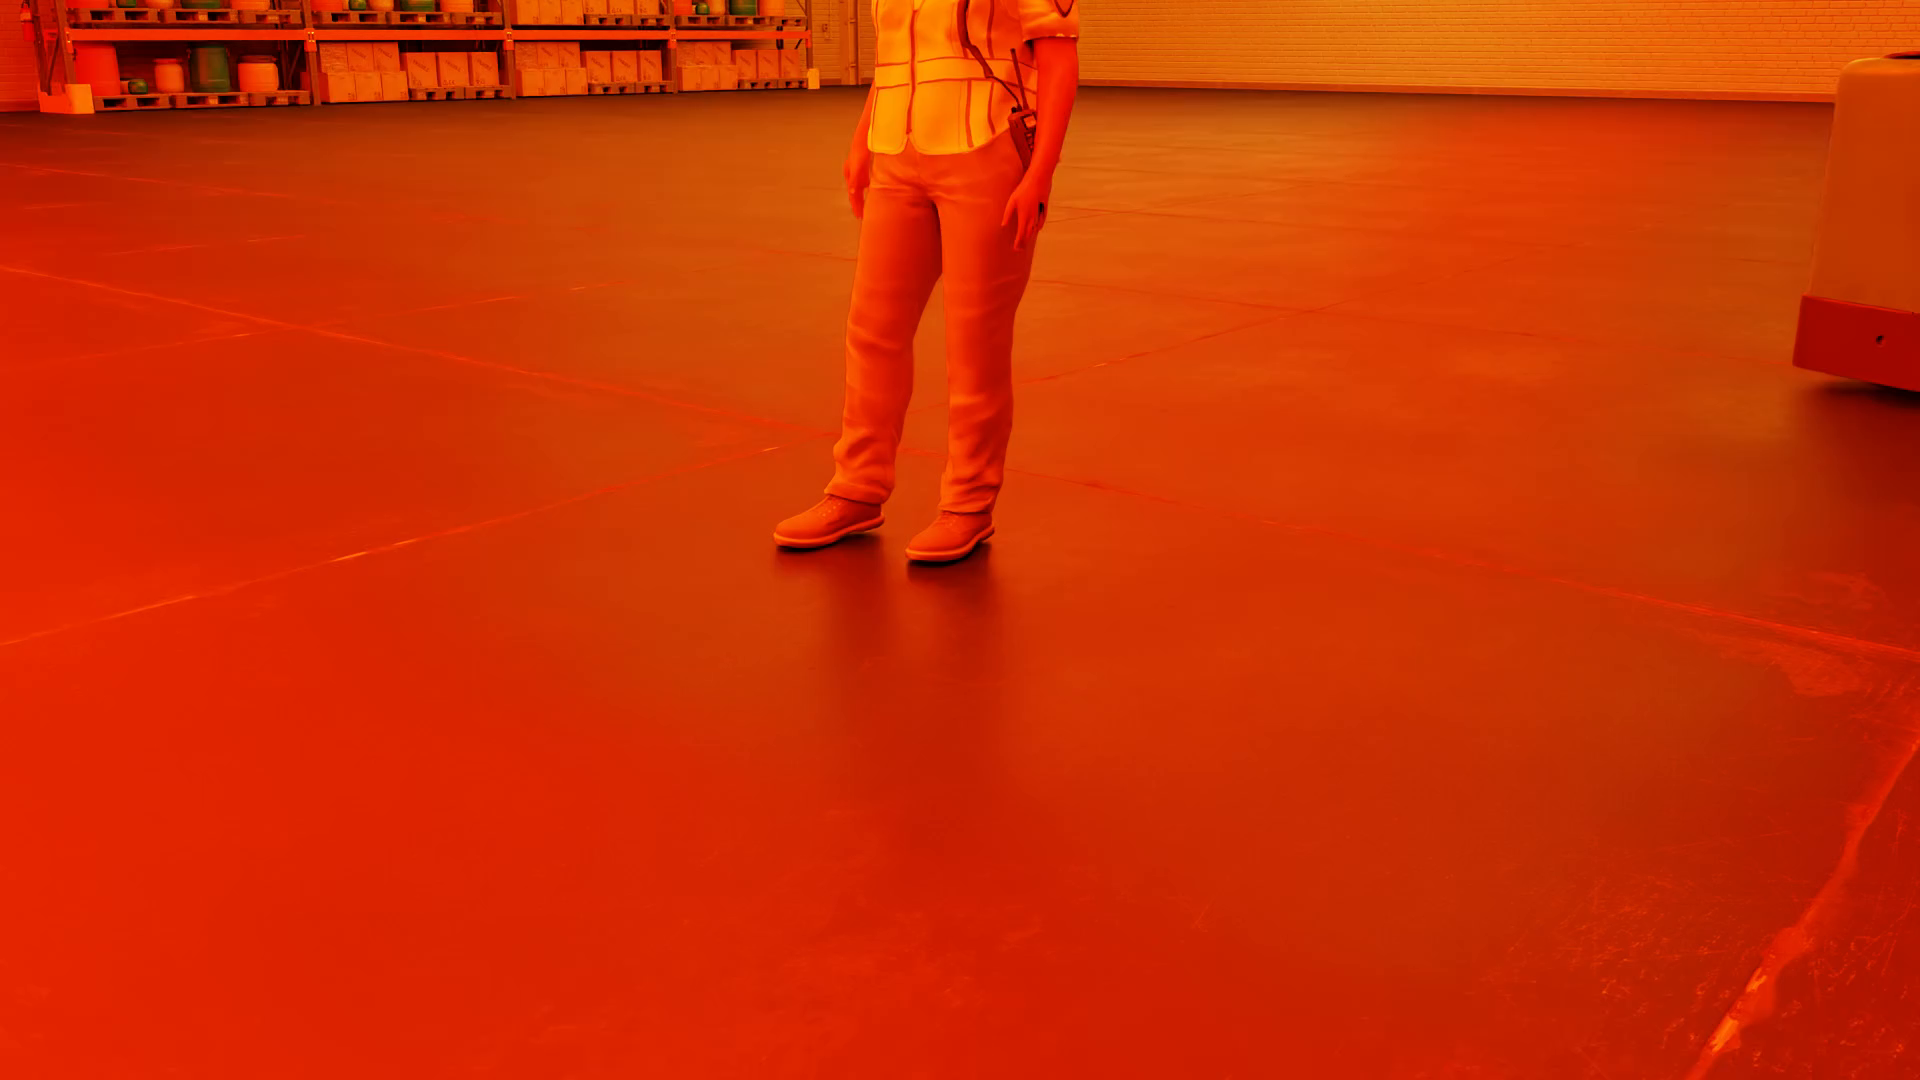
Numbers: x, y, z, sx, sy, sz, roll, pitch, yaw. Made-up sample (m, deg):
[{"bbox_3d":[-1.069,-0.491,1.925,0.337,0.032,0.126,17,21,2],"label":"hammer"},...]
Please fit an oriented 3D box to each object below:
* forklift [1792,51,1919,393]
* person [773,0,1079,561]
[{"bbox_3d":[4.392,-1.974,5.400,3.031,2.935,1.130,-7,18,-23],"label":"forklift"},{"bbox_3d":[-0.066,-0.792,3.655,0.598,1.670,0.529,13,21,37],"label":"person"}]
